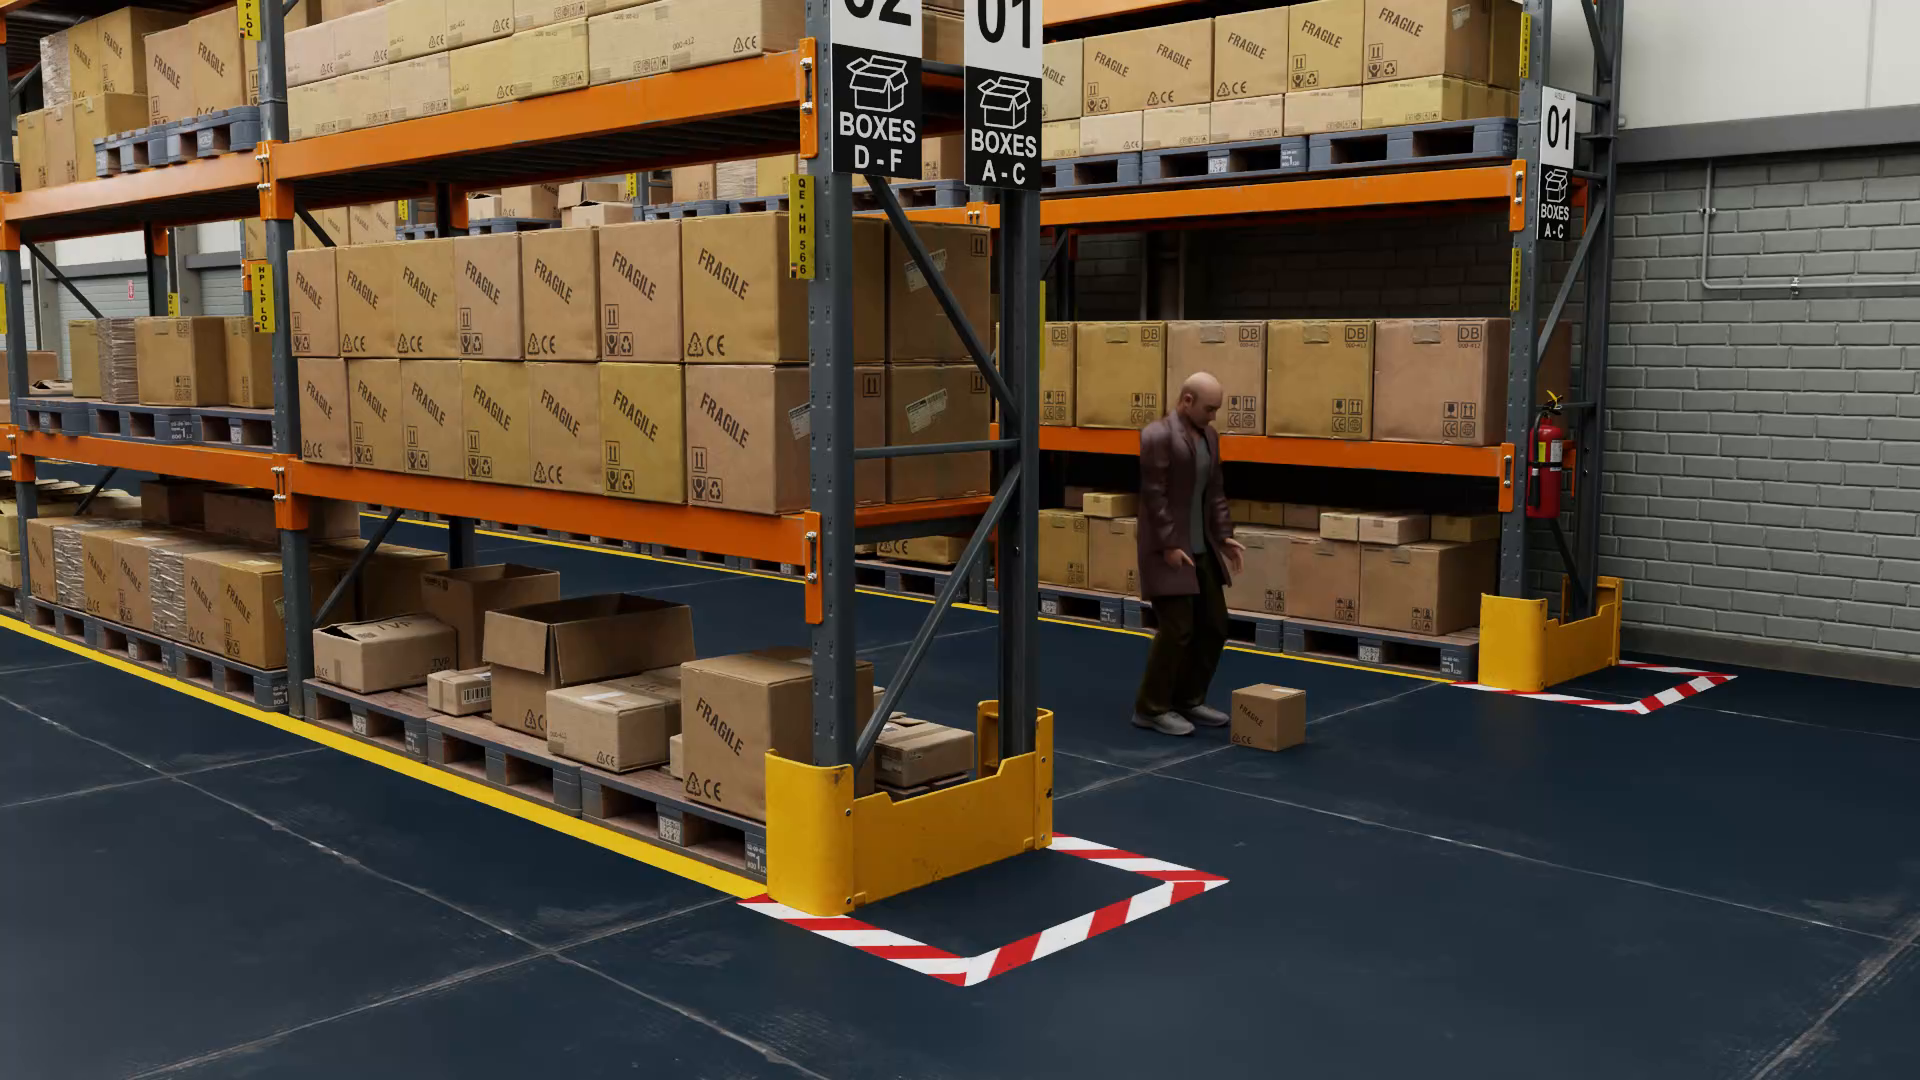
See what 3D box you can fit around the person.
[{"bbox_3d":[1.100,0.057,8.078,0.587,1.731,0.416,-7,10,-44],"label":"person"}]
